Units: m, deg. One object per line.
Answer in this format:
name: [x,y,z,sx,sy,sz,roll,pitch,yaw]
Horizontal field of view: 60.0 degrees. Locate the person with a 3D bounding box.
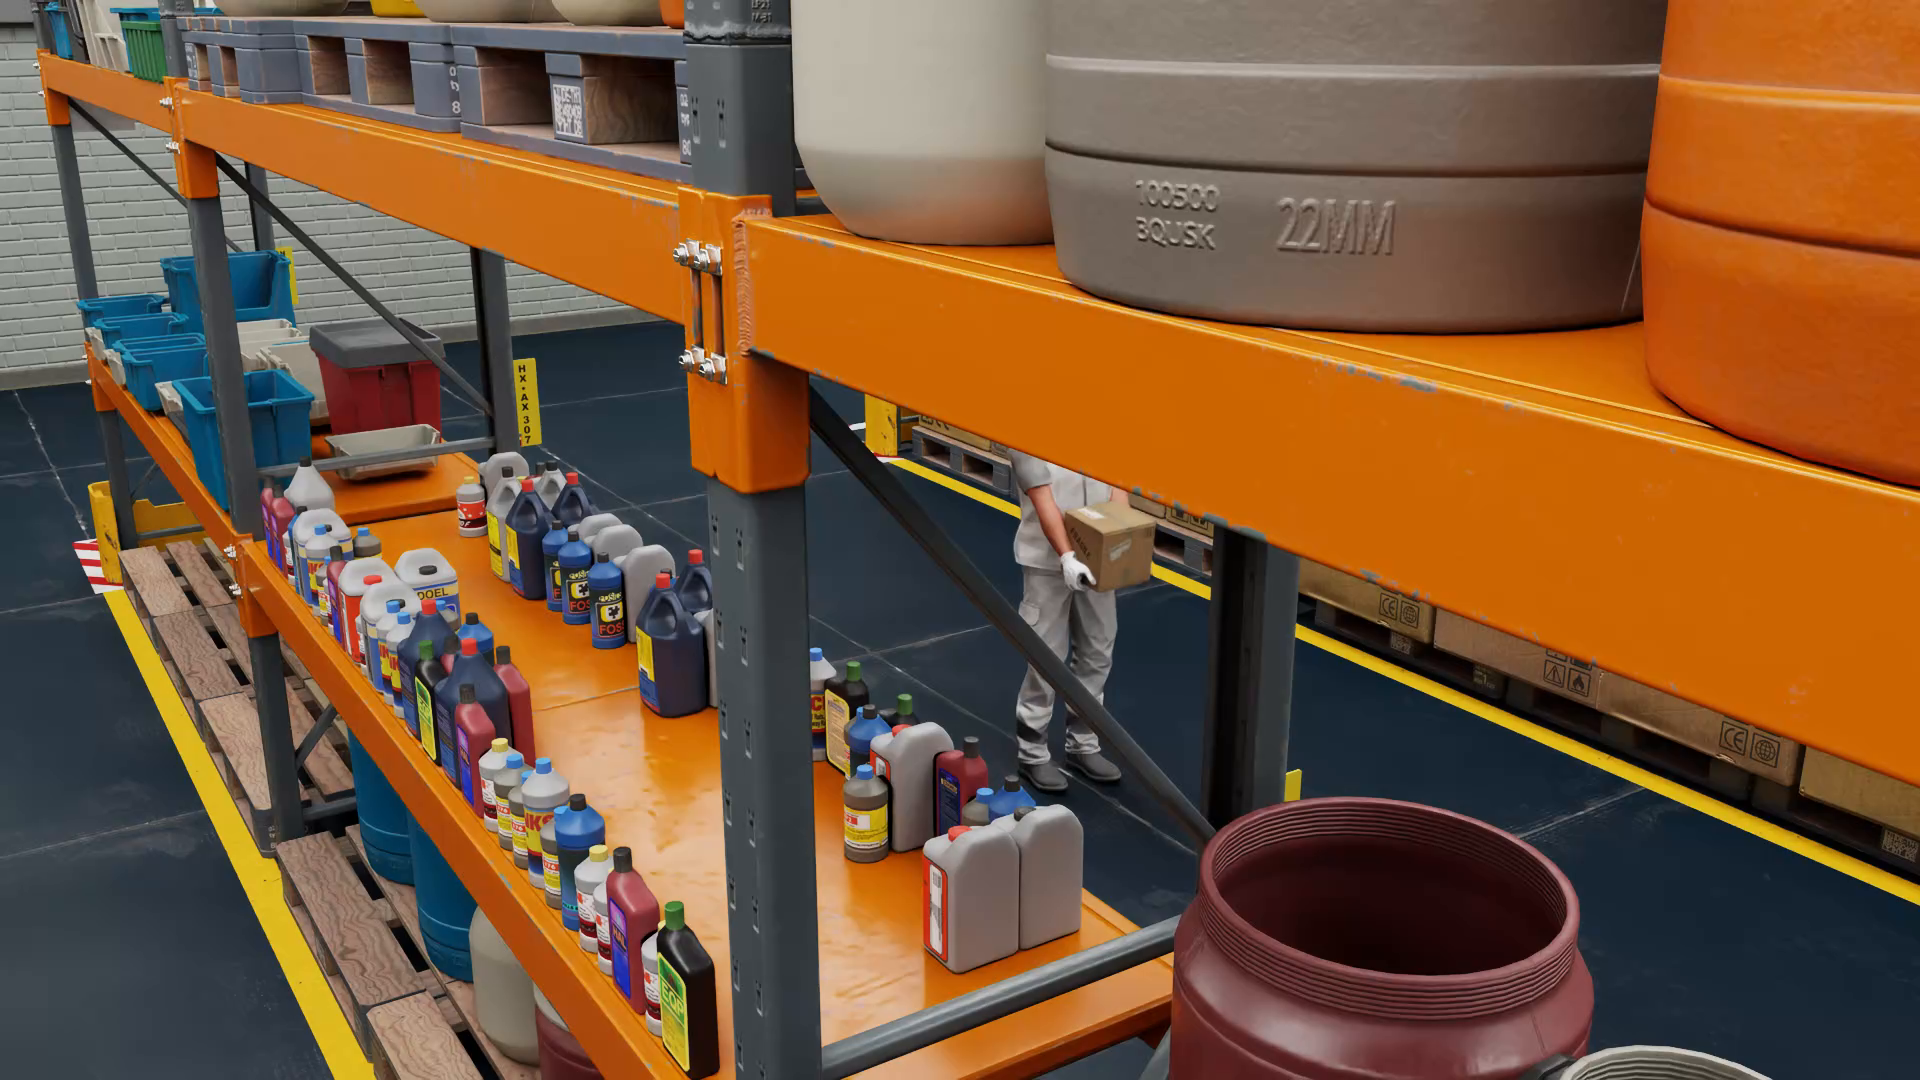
person: [0.481,0.136,6.606,0.494,1.782,0.564,-11,21,-31]
